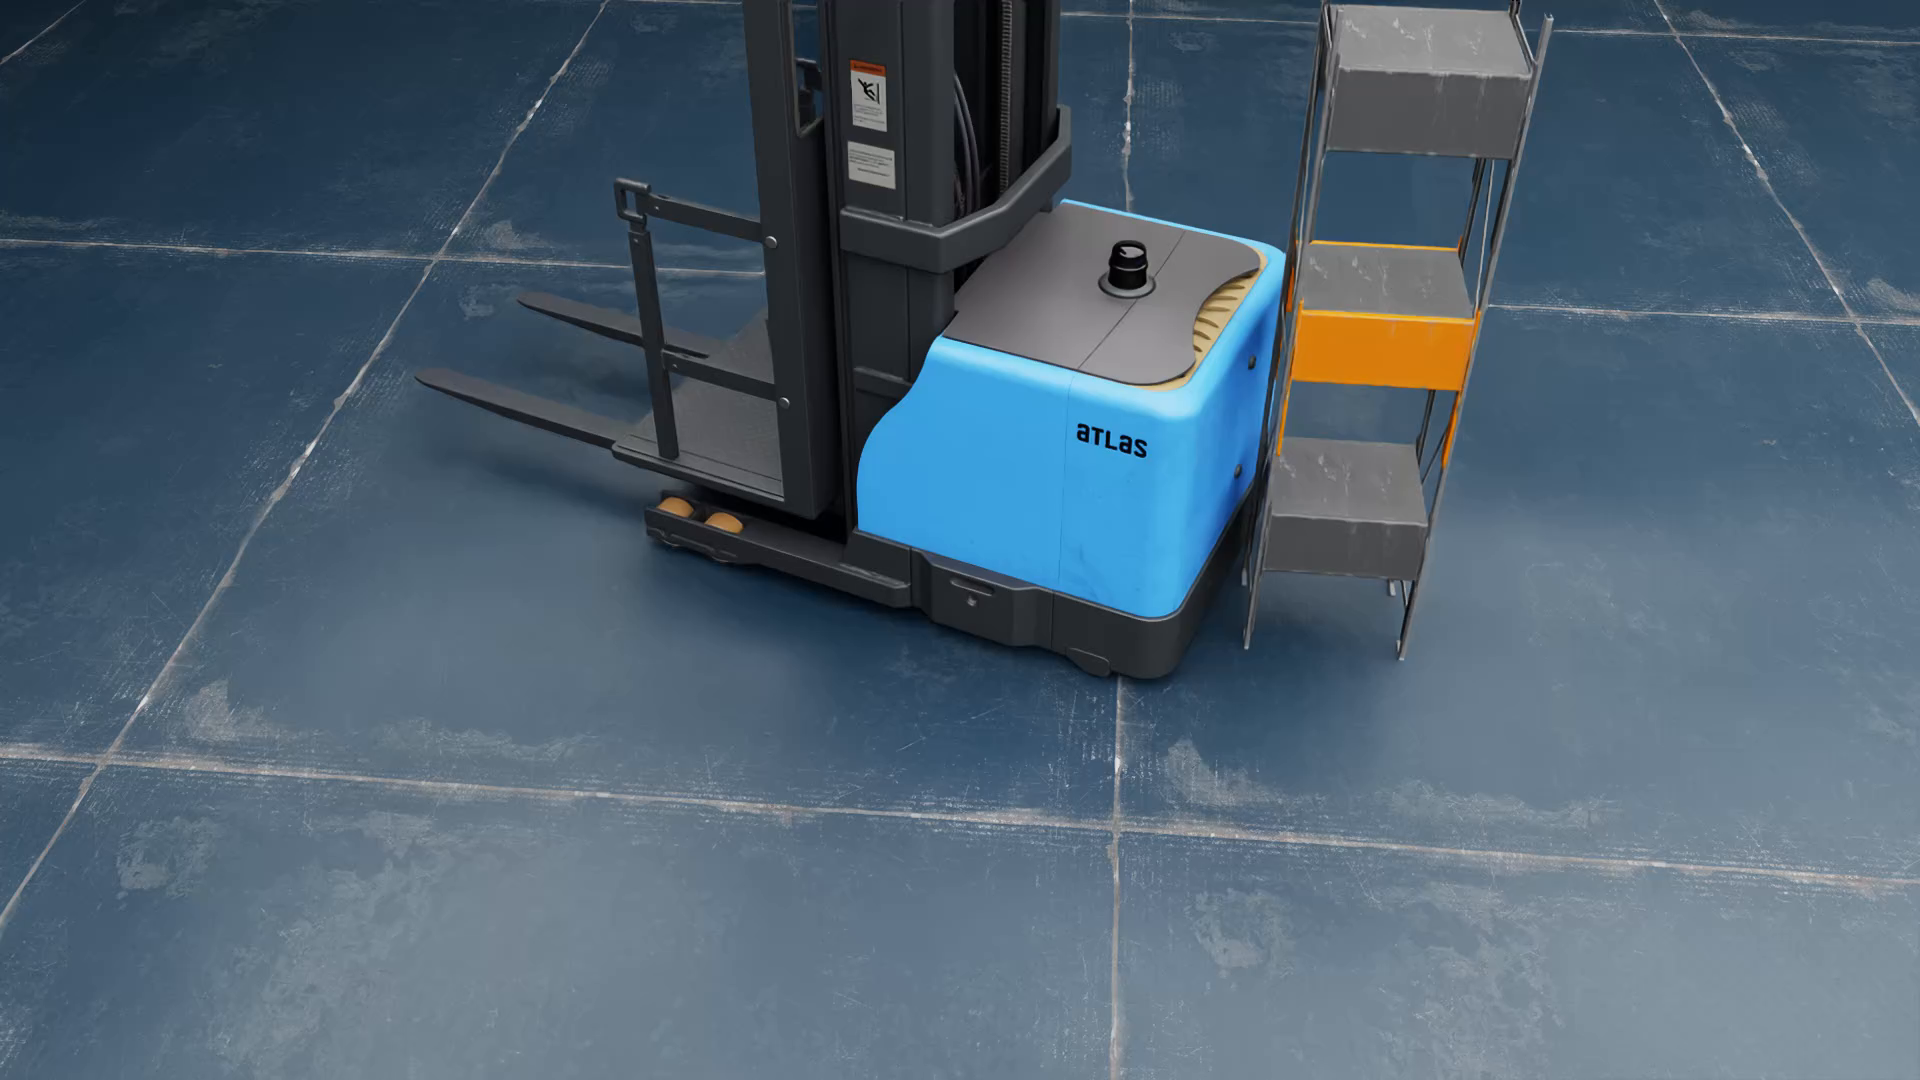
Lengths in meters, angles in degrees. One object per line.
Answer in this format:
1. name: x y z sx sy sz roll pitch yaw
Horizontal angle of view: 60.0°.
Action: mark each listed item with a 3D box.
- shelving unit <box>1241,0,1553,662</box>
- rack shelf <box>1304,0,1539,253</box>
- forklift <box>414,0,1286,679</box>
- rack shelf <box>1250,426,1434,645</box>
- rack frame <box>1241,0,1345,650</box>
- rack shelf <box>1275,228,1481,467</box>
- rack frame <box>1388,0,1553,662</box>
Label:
1. shelving unit: 1.178 -0.566 4.779 0.503 2.100 0.431 4 40 5
2. rack shelf: 1.178 -1.095 4.341 0.480 0.518 0.431 4 40 5
3. forklift: -0.510 -1.344 5.079 3.031 2.935 1.130 17 42 20
4. rack shelf: 1.179 -0.016 5.234 0.480 0.518 0.431 4 40 5
5. rack frame: 0.936 -0.583 4.800 0.015 2.100 0.400 4 40 5
6. rack shelf: 1.178 -0.556 4.788 0.480 0.518 0.431 4 40 5
7. rack frame: 1.421 -0.549 4.758 0.015 2.100 0.400 4 40 5
